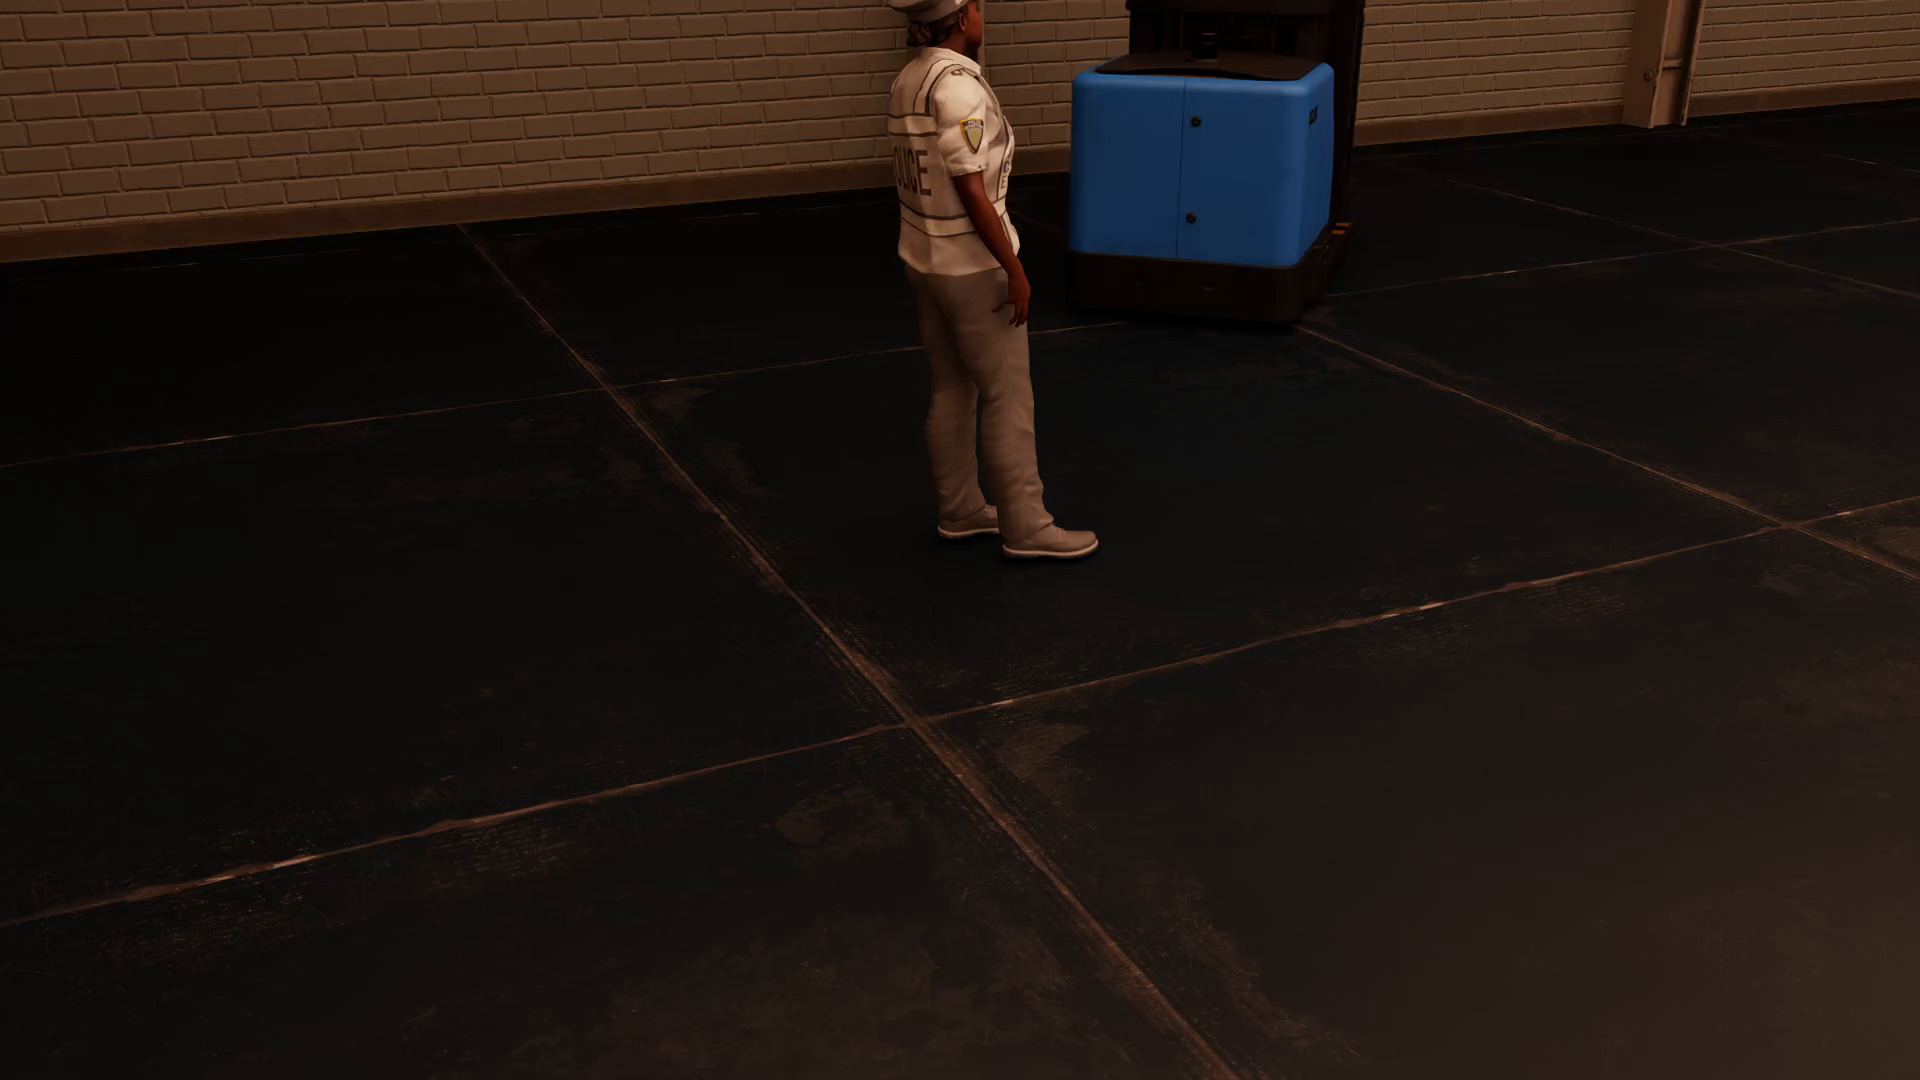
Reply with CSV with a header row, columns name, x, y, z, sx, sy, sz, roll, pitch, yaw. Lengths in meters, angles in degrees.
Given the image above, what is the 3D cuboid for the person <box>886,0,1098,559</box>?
name,x,y,z,sx,sy,sz,roll,pitch,yaw
person,0.076,-0.793,4.792,0.530,1.692,0.570,-10,25,-23

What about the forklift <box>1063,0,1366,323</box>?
name,x,y,z,sx,sy,sz,roll,pitch,yaw
forklift,1.439,-2.827,8.091,1.130,2.935,3.031,8,24,18
